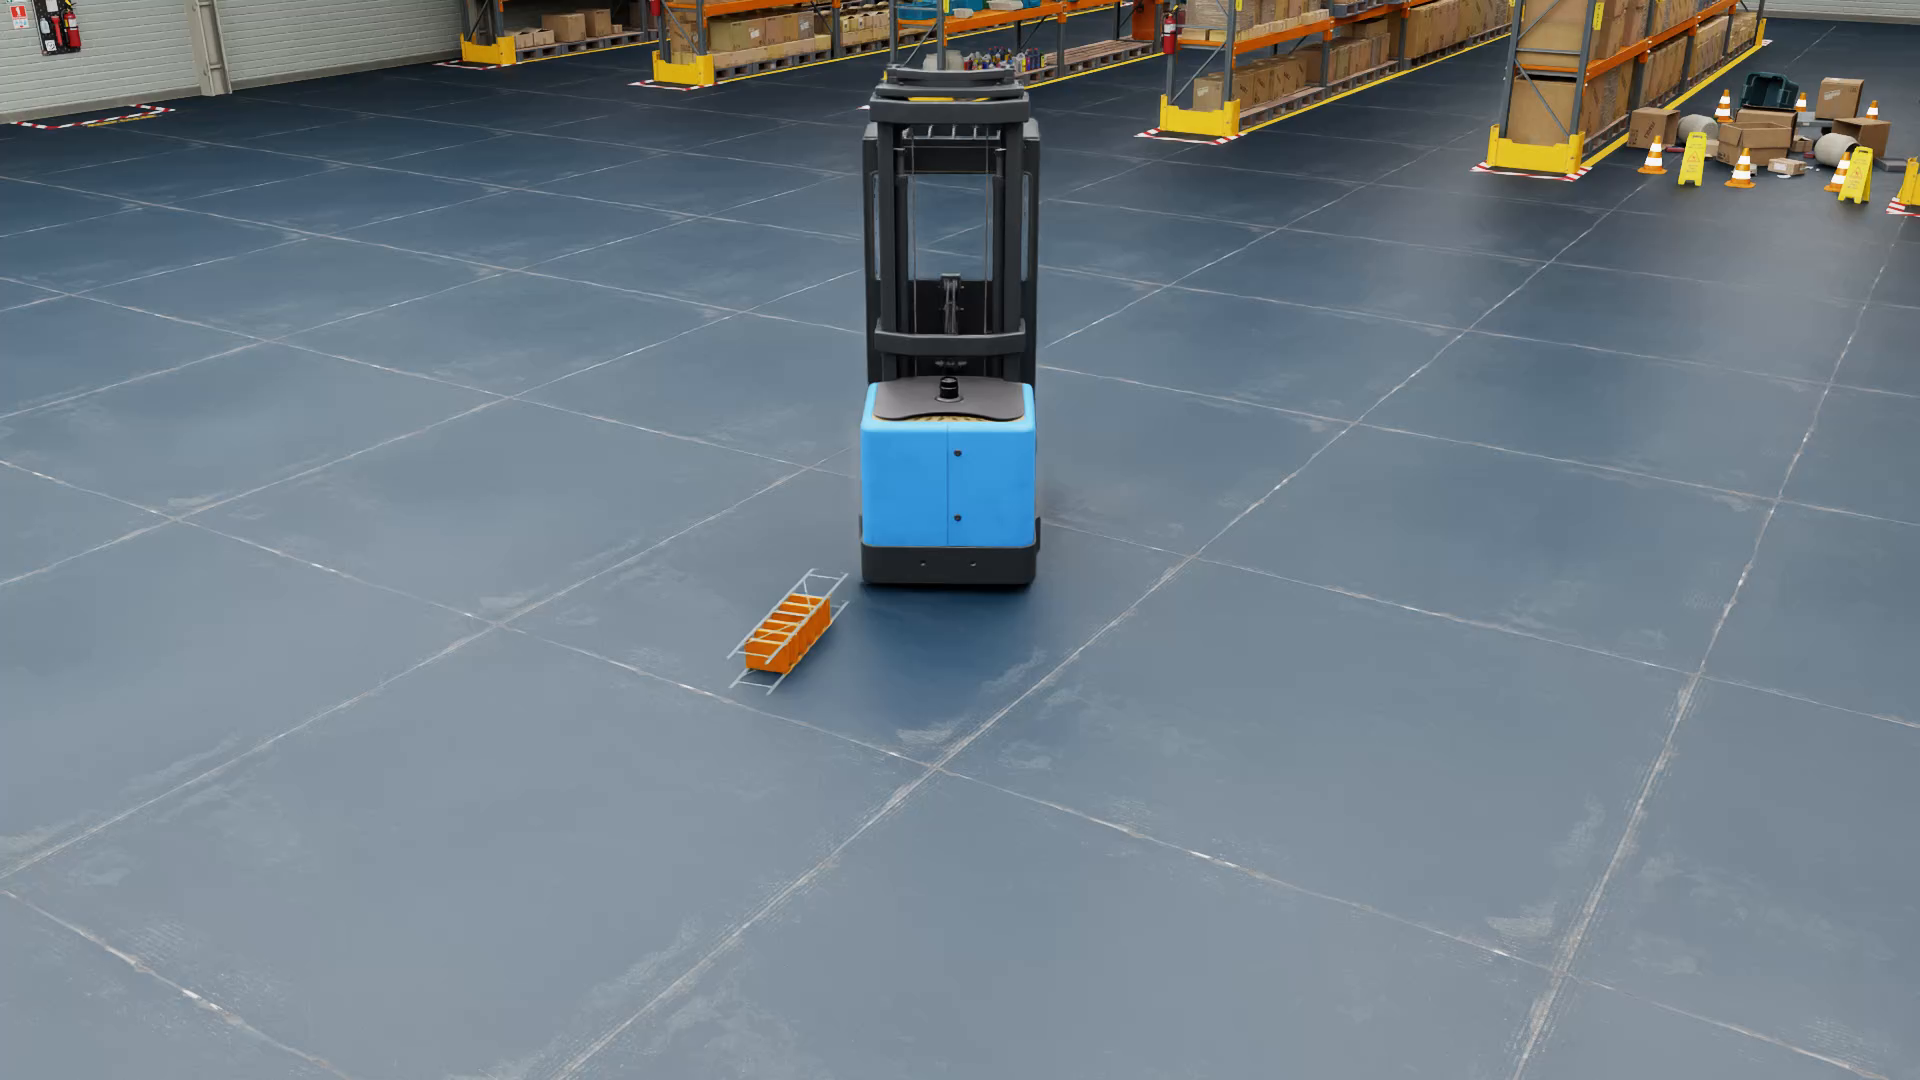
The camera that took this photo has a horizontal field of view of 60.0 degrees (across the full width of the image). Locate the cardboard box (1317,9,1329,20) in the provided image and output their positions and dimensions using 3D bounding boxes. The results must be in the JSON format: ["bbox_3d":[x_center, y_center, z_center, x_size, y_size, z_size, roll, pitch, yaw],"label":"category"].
[{"bbox_3d":[5.769,-8.550,27.040,0.380,0.149,0.250,14,27,29],"label":"cardboard box"}]

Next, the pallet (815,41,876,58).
[{"bbox_3d":[-2.426,-9.854,33.246,1.003,0.211,1.213,14,27,29],"label":"pallet"}]

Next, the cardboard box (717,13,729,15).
[{"bbox_3d":[-5.588,-11.915,37.090,0.700,0.500,0.500,14,27,29],"label":"cardboard box"}]

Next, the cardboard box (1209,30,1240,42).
[{"bbox_3d":[3.876,-7.380,24.339,0.380,0.149,0.250,14,27,29],"label":"cardboard box"}]

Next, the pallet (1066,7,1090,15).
[{"bbox_3d":[2.445,-12.942,40.380,1.003,0.211,1.213,14,27,29],"label":"pallet"}]

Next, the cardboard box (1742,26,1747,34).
[{"bbox_3d":[15.402,-10.123,33.044,0.380,0.149,0.250,15,28,32],"label":"cardboard box"}]

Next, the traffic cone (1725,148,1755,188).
[{"bbox_3d":[9.951,-4.742,21.121,0.336,0.463,0.334,14,27,29],"label":"traffic cone"}]

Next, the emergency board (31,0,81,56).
[{"bbox_3d":[-13.968,-8.130,25.754,0.194,1.169,0.643,14,27,29],"label":"emergency board"}]

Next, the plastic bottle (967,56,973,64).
[{"bbox_3d":[0.141,-8.277,28.969,0.152,0.276,0.135,13,27,28],"label":"plastic bottle"}]

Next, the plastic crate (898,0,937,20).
[{"bbox_3d":[-0.675,-8.651,27.144,0.499,0.251,0.616,14,27,29],"label":"plastic crate"}]

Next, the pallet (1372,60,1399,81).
[{"bbox_3d":[7.329,-8.606,30.364,1.003,0.211,1.213,14,27,29],"label":"pallet"}]

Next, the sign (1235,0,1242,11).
[{"bbox_3d":[3.984,-7.733,23.747,0.100,0.325,0.005,14,27,29],"label":"sign"}]

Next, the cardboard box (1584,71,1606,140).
[{"bbox_3d":[8.447,-6.134,23.288,0.875,0.875,0.875,13,27,28],"label":"cardboard box"}]

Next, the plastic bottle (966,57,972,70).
[{"bbox_3d":[0.158,-8.212,28.808,0.061,0.283,0.133,14,27,29],"label":"plastic bottle"}]

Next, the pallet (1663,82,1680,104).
[{"bbox_3d":[11.424,-7.546,27.915,1.003,0.211,1.213,14,27,29],"label":"pallet"}]

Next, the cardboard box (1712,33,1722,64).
[{"bbox_3d":[13.566,-8.996,30.372,0.500,0.500,0.500,13,27,28],"label":"cardboard box"}]

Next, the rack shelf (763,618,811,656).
[{"bbox_3d":[-0.971,0.526,9.290,0.258,0.180,0.103,7,24,16],"label":"rack shelf"}]

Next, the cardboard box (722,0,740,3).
[{"bbox_3d":[-4.361,-9.906,29.730,0.700,0.500,0.500,15,27,30],"label":"cardboard box"}]

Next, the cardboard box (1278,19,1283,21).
[{"bbox_3d":[4.769,-7.978,25.720,0.380,0.149,0.250,14,27,29],"label":"cardboard box"}]

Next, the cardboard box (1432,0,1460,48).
[{"bbox_3d":[9.062,-10.195,32.671,1.225,0.875,0.875,13,27,27],"label":"cardboard box"}]

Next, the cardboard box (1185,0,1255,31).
[{"bbox_3d":[3.836,-7.812,24.518,0.875,0.500,0.500,14,27,29],"label":"cardboard box"}]

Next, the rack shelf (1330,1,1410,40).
[{"bbox_3d":[6.688,-9.144,29.003,1.077,0.370,4.000,14,27,29],"label":"rack shelf"}]

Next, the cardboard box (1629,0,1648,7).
[{"bbox_3d":[9.378,-7.963,23.820,0.875,0.550,0.550,14,27,29],"label":"cardboard box"}]

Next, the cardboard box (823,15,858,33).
[{"bbox_3d":[-2.351,-10.152,32.652,0.500,0.311,0.500,14,27,29],"label":"cardboard box"}]

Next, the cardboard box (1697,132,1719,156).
[{"bbox_3d":[10.451,-5.505,23.132,0.396,0.266,0.258,20,30,38],"label":"cardboard box"}]

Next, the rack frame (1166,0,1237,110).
[{"bbox_3d":[3.523,-7.449,24.182,1.000,3.000,0.127,14,27,29],"label":"rack frame"}]

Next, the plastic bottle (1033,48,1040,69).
[{"bbox_3d":[1.330,-8.546,29.495,0.144,0.351,0.185,13,27,28],"label":"plastic bottle"}]

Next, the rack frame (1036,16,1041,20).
[{"bbox_3d":[1.439,-13.577,38.336,1.000,3.000,0.127,14,27,29],"label":"rack frame"}]

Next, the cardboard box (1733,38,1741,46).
[{"bbox_3d":[15.128,-9.812,32.700,0.380,0.149,0.250,13,27,28],"label":"cardboard box"}]

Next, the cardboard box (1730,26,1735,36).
[{"bbox_3d":[14.567,-9.737,31.777,0.380,0.149,0.250,15,28,31],"label":"cardboard box"}]

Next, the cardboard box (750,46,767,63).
[{"bbox_3d":[-3.894,-8.930,30.535,0.500,0.250,0.500,14,27,29],"label":"cardboard box"}]

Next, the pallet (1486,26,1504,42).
[{"bbox_3d":[10.963,-10.873,35.602,1.003,0.211,1.213,14,27,29],"label":"pallet"}]

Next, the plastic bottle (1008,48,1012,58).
[{"bbox_3d":[0.885,-8.771,30.116,0.097,0.271,0.097,0,23,0],"label":"plastic bottle"}]

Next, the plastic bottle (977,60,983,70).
[{"bbox_3d":[0.351,-8.289,29.090,0.097,0.201,0.097,0,23,0],"label":"plastic bottle"}]

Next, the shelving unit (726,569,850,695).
[{"bbox_3d":[-0.949,0.498,9.356,0.258,0.189,1.200,7,24,16],"label":"shelving unit"}]

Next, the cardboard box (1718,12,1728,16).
[{"bbox_3d":[15.515,-10.709,34.024,0.380,0.149,0.250,14,27,30],"label":"cardboard box"}]

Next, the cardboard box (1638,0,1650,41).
[{"bbox_3d":[9.609,-7.668,24.497,0.875,0.550,0.550,14,27,29],"label":"cardboard box"}]

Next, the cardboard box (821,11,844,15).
[{"bbox_3d":[-2.542,-10.438,33.313,0.500,0.311,0.500,15,27,30],"label":"cardboard box"}]

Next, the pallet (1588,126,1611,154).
[{"bbox_3d":[8.683,-5.792,23.865,1.003,0.211,1.213,14,27,29],"label":"pallet"}]

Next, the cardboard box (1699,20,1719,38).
[{"bbox_3d":[13.286,-9.159,29.806,0.500,0.250,0.500,13,26,27],"label":"cardboard box"}]

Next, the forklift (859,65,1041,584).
[{"bbox_3d":[-0.052,-1.618,10.798,1.130,2.935,3.031,0,23,1],"label":"forklift"}]

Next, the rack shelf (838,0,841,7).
[{"bbox_3d":[-1.726,-11.221,33.801,1.077,0.370,4.000,14,27,29],"label":"rack shelf"}]

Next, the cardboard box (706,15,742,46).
[{"bbox_3d":[-4.346,-9.385,30.643,0.500,0.500,0.500,14,27,29],"label":"cardboard box"}]

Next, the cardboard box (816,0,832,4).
[{"bbox_3d":[-3.470,-13.272,39.811,0.750,0.750,0.750,15,27,31],"label":"cardboard box"}]

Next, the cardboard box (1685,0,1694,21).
[{"bbox_3d":[11.630,-8.745,27.050,0.500,0.500,0.500,14,27,29],"label":"cardboard box"}]

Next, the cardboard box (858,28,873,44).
[{"bbox_3d":[-2.087,-10.064,33.154,0.500,0.250,0.500,15,27,30],"label":"cardboard box"}]

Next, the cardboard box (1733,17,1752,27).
[{"bbox_3d":[15.565,-10.338,33.167,0.380,0.149,0.250,15,28,31],"label":"cardboard box"}]

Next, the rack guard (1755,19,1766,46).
[{"bbox_3d":[16.083,-10.603,34.614,1.175,0.500,0.348,14,27,29],"label":"rack guard"}]

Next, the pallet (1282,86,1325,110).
[{"bbox_3d":[5.309,-7.286,27.314,1.003,0.211,1.213,14,27,29],"label":"pallet"}]

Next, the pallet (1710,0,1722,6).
[{"bbox_3d":[12.913,-9.665,29.541,1.003,0.211,1.213,14,27,29],"label":"pallet"}]

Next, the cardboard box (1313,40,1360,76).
[{"bbox_3d":[6.537,-8.403,28.977,0.700,0.500,0.500,11,26,24],"label":"cardboard box"}]

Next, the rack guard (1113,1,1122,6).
[{"bbox_3d":[3.509,-13.754,41.892,1.175,0.500,0.348,14,27,29],"label":"rack guard"}]

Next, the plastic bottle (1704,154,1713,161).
[{"bbox_3d":[10.232,-5.256,22.815,0.133,0.061,0.283,5,24,11],"label":"plastic bottle"}]
